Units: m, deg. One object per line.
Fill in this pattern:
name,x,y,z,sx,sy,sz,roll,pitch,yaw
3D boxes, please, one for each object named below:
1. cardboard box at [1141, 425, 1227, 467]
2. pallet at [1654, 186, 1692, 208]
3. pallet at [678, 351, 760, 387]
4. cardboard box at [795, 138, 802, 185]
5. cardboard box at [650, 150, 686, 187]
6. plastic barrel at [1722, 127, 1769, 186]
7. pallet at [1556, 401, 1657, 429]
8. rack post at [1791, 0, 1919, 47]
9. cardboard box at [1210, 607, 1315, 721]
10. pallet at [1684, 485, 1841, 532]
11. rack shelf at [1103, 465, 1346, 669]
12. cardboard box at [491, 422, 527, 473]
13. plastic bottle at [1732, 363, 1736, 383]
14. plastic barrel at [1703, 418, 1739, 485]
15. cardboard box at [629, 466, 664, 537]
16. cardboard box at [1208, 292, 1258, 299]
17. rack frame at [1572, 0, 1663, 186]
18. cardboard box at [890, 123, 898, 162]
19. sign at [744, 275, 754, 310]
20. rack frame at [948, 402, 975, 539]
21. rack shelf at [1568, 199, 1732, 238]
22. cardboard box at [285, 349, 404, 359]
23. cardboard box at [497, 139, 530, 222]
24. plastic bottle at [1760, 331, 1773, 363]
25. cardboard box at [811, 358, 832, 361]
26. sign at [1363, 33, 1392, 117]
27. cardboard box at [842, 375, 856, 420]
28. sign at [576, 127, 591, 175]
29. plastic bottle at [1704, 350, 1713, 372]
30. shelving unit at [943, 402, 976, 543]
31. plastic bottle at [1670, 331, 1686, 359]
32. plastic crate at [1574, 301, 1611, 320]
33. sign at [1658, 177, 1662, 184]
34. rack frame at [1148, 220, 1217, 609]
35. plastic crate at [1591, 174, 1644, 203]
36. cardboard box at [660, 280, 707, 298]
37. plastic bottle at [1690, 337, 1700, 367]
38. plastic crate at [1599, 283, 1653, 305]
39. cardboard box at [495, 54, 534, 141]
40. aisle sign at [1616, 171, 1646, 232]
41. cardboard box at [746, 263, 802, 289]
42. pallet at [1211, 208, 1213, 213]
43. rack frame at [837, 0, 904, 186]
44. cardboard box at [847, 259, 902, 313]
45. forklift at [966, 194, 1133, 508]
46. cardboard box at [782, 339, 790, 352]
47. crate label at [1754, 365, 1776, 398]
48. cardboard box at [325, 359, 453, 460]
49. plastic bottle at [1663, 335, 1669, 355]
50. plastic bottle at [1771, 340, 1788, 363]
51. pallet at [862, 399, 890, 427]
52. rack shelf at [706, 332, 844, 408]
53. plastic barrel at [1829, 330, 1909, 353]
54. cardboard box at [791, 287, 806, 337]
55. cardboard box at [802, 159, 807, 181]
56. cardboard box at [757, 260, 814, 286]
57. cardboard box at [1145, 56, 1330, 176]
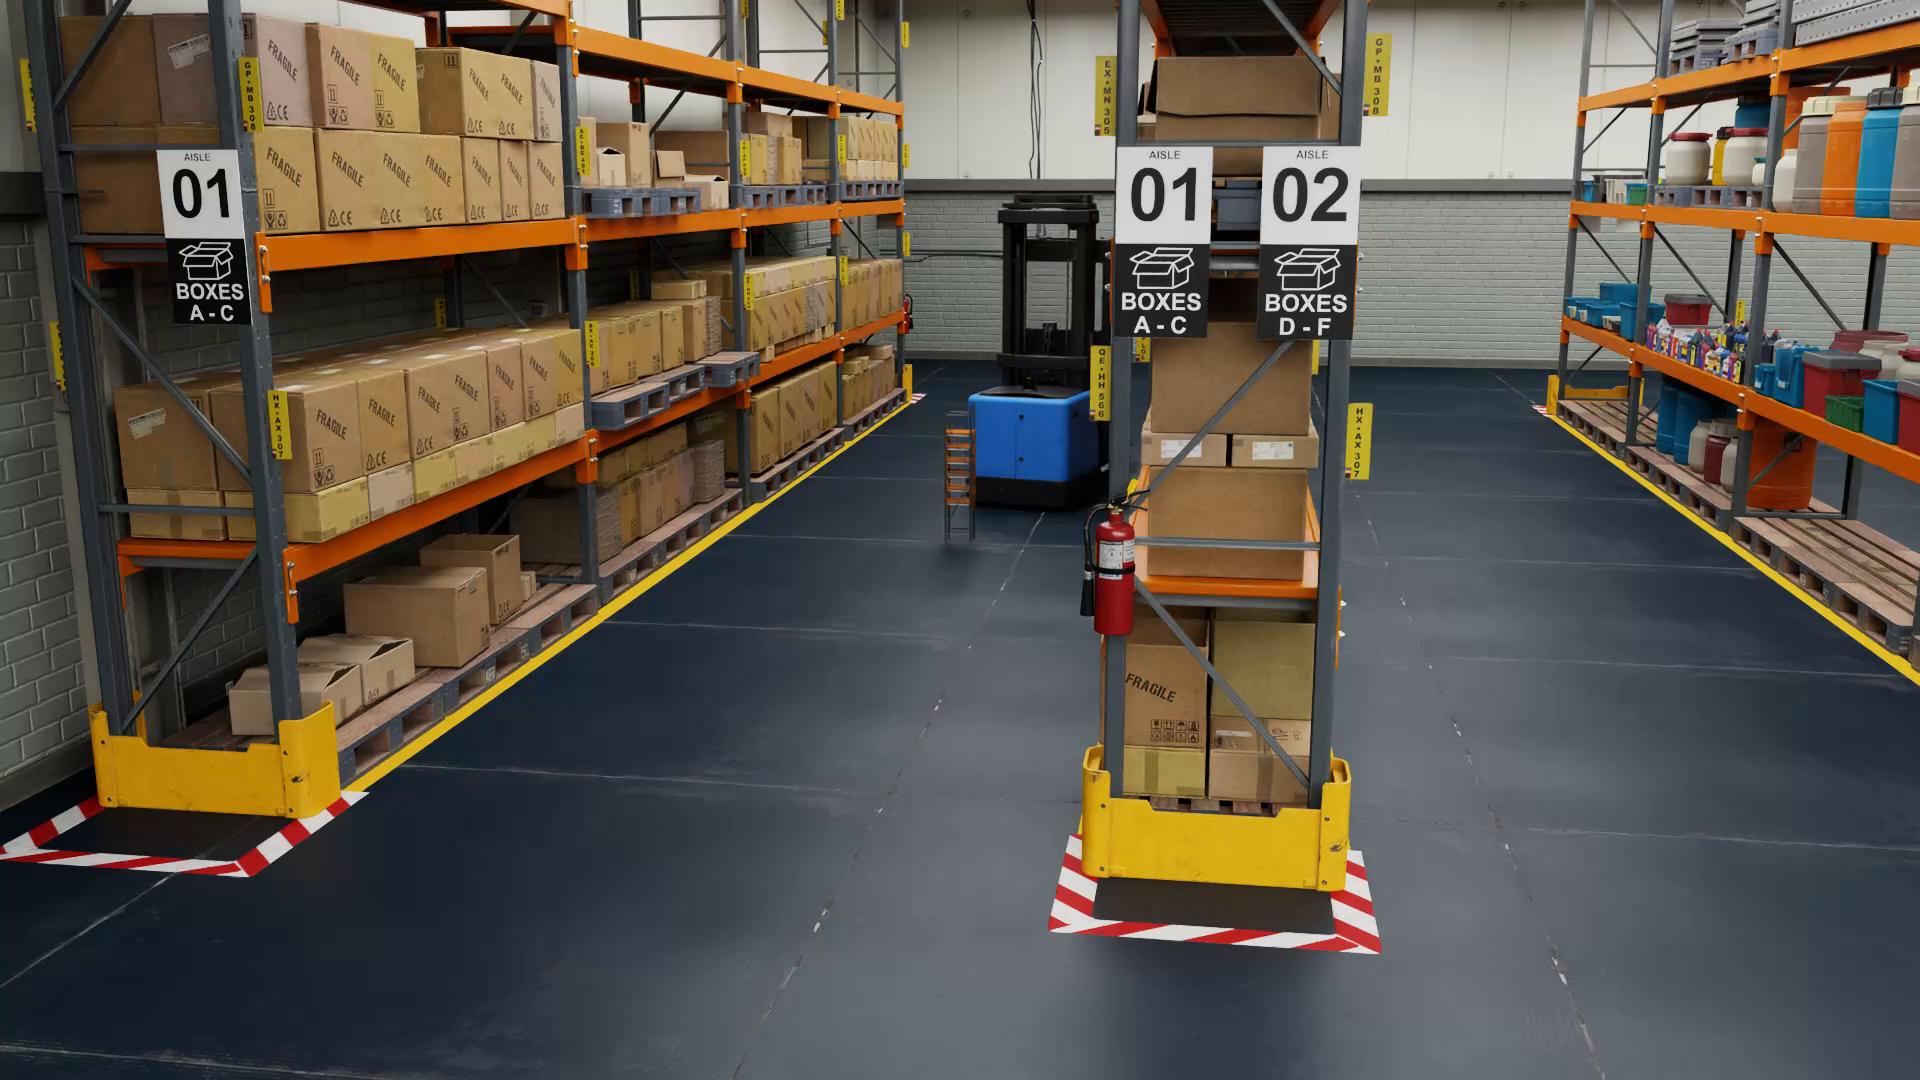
cardboard box,1.020,-0.429,7.587,0.380,0.149,0.250,2,12,8
pallet,7.865,-3.522,17.043,1.213,0.211,1.003,2,12,9
pallet,-2.520,-1.557,15.052,1.213,0.211,1.003,2,12,9
cardboard box,-2.144,-4.186,18.394,0.700,0.500,0.500,1,12,6
cardboard box,-2.806,-3.062,14.169,0.797,0.503,0.637,4,13,17
plastic barrel,7.398,-3.593,15.608,0.433,0.535,0.433,0,12,0
pallet,8.339,-1.613,21.477,1.003,0.211,1.213,2,12,9
rack post,6.877,-4.092,11.645,1.013,1.000,3.121,2,12,9
cardboard box,1.527,0.586,8.402,0.500,0.500,0.500,2,12,9
pallet,7.354,-0.284,15.309,1.003,0.211,1.213,2,12,9
rack shelf,1.457,-0.042,9.276,1.077,0.370,4.000,2,12,9
cardboard box,-3.051,-0.589,10.415,0.500,0.250,0.500,2,12,8
plastic bottle,6.950,-1.506,14.832,0.097,0.201,0.097,0,12,0
plastic barrel,7.506,-0.845,16.023,0.600,0.588,0.708,2,12,9
cardboard box,-2.885,-0.331,13.797,0.700,0.500,0.500,2,12,9
cardboard box,1.471,-1.087,9.101,0.700,0.500,0.500,2,12,9
rack frame,8.504,-6.079,21.342,1.000,3.000,0.127,2,12,9
cardboard box,-1.128,-5.320,22.282,0.500,0.500,0.500,2,12,8
sign,-1.978,-2.314,15.550,0.100,0.325,0.005,2,12,9
rack frame,0.012,-0.603,14.441,0.240,1.200,0.006,2,12,9
rack shelf,8.197,-3.845,19.802,1.077,0.370,4.000,2,12,9
cardboard box,-3.643,-0.862,9.902,0.500,0.500,0.500,2,12,9
cardboard box,-3.054,-2.277,10.533,0.500,0.500,0.500,1,12,4
plastic bottle,7.731,-1.836,16.008,0.144,0.351,0.185,2,12,9
cardboard box,-1.783,-2.229,21.112,0.380,0.149,0.250,1,12,7
sign,1.697,-1.890,6.762,0.100,0.325,0.005,2,12,9
cardboard box,-1.684,-1.771,20.526,0.700,0.500,0.500,2,12,9
sign,-2.593,-2.673,11.428,0.100,0.325,0.005,2,12,9
plastic bottle,7.091,-1.696,15.713,0.097,0.201,0.097,0,12,0
shelving unit,-0.002,-0.584,14.353,0.258,1.200,0.189,2,12,9
plastic bottle,7.299,-1.977,16.840,0.152,0.276,0.135,2,12,9
plastic crate,8.040,-2.916,21.161,0.416,0.233,0.300,2,12,9
sign,9.050,-4.547,21.602,0.100,0.325,0.005,2,12,9
rack frame,1.765,-0.810,11.132,1.000,3.000,0.127,2,12,9
plastic crate,7.998,-4.274,20.231,0.504,0.338,0.767,2,12,9
cardboard box,-2.539,-2.311,15.274,0.380,0.149,0.250,0,12,1
plastic bottle,7.139,-1.827,16.126,0.061,0.283,0.133,2,12,9
plastic crate,8.637,-3.118,21.613,0.616,0.435,0.499,2,12,9
cardboard box,-3.014,-2.755,10.380,0.500,0.500,0.500,3,12,12
aisle sign,8.805,-4.423,21.726,0.394,0.787,0.004,2,12,9
cardboard box,-1.963,-2.782,17.510,0.500,0.250,0.500,2,12,7
pallet,2.364,-2.872,14.030,1.213,0.211,1.003,2,12,11
rack frame,-1.285,-6.400,22.832,1.000,3.000,0.127,2,12,9
cardboard box,-1.353,-3.508,22.938,0.980,0.700,0.700,2,12,11
forklift,1.053,-2.003,16.832,1.130,2.935,3.031,5,13,20
cardboard box,-2.011,-2.070,17.527,0.380,0.149,0.250,2,12,9
crate label,6.839,-1.324,13.914,0.303,0.233,0.416,2,12,9
cardboard box,-3.204,-0.740,9.334,0.500,0.500,0.500,1,12,7
plastic bottle,7.325,-2.013,17.186,0.097,0.201,0.097,0,12,0
plastic bottle,7.873,-1.789,15.969,0.152,0.276,0.135,2,12,9
pallet,-1.521,-1.682,21.799,1.003,0.211,1.213,2,12,9
rack shelf,-2.208,-1.867,17.744,1.077,0.370,4.000,2,12,9
plastic barrel,7.502,-1.441,13.739,0.600,0.536,0.708,2,12,9
cardboard box,-1.948,-2.420,17.611,0.500,0.500,0.500,2,12,10
cardboard box,-2.027,-4.432,19.942,0.500,0.250,0.500,2,12,9
cardboard box,-1.886,-2.888,18.002,0.500,0.250,0.500,2,12,10
cardboard box,1.242,-1.887,7.437,0.797,0.503,0.637,3,12,13
